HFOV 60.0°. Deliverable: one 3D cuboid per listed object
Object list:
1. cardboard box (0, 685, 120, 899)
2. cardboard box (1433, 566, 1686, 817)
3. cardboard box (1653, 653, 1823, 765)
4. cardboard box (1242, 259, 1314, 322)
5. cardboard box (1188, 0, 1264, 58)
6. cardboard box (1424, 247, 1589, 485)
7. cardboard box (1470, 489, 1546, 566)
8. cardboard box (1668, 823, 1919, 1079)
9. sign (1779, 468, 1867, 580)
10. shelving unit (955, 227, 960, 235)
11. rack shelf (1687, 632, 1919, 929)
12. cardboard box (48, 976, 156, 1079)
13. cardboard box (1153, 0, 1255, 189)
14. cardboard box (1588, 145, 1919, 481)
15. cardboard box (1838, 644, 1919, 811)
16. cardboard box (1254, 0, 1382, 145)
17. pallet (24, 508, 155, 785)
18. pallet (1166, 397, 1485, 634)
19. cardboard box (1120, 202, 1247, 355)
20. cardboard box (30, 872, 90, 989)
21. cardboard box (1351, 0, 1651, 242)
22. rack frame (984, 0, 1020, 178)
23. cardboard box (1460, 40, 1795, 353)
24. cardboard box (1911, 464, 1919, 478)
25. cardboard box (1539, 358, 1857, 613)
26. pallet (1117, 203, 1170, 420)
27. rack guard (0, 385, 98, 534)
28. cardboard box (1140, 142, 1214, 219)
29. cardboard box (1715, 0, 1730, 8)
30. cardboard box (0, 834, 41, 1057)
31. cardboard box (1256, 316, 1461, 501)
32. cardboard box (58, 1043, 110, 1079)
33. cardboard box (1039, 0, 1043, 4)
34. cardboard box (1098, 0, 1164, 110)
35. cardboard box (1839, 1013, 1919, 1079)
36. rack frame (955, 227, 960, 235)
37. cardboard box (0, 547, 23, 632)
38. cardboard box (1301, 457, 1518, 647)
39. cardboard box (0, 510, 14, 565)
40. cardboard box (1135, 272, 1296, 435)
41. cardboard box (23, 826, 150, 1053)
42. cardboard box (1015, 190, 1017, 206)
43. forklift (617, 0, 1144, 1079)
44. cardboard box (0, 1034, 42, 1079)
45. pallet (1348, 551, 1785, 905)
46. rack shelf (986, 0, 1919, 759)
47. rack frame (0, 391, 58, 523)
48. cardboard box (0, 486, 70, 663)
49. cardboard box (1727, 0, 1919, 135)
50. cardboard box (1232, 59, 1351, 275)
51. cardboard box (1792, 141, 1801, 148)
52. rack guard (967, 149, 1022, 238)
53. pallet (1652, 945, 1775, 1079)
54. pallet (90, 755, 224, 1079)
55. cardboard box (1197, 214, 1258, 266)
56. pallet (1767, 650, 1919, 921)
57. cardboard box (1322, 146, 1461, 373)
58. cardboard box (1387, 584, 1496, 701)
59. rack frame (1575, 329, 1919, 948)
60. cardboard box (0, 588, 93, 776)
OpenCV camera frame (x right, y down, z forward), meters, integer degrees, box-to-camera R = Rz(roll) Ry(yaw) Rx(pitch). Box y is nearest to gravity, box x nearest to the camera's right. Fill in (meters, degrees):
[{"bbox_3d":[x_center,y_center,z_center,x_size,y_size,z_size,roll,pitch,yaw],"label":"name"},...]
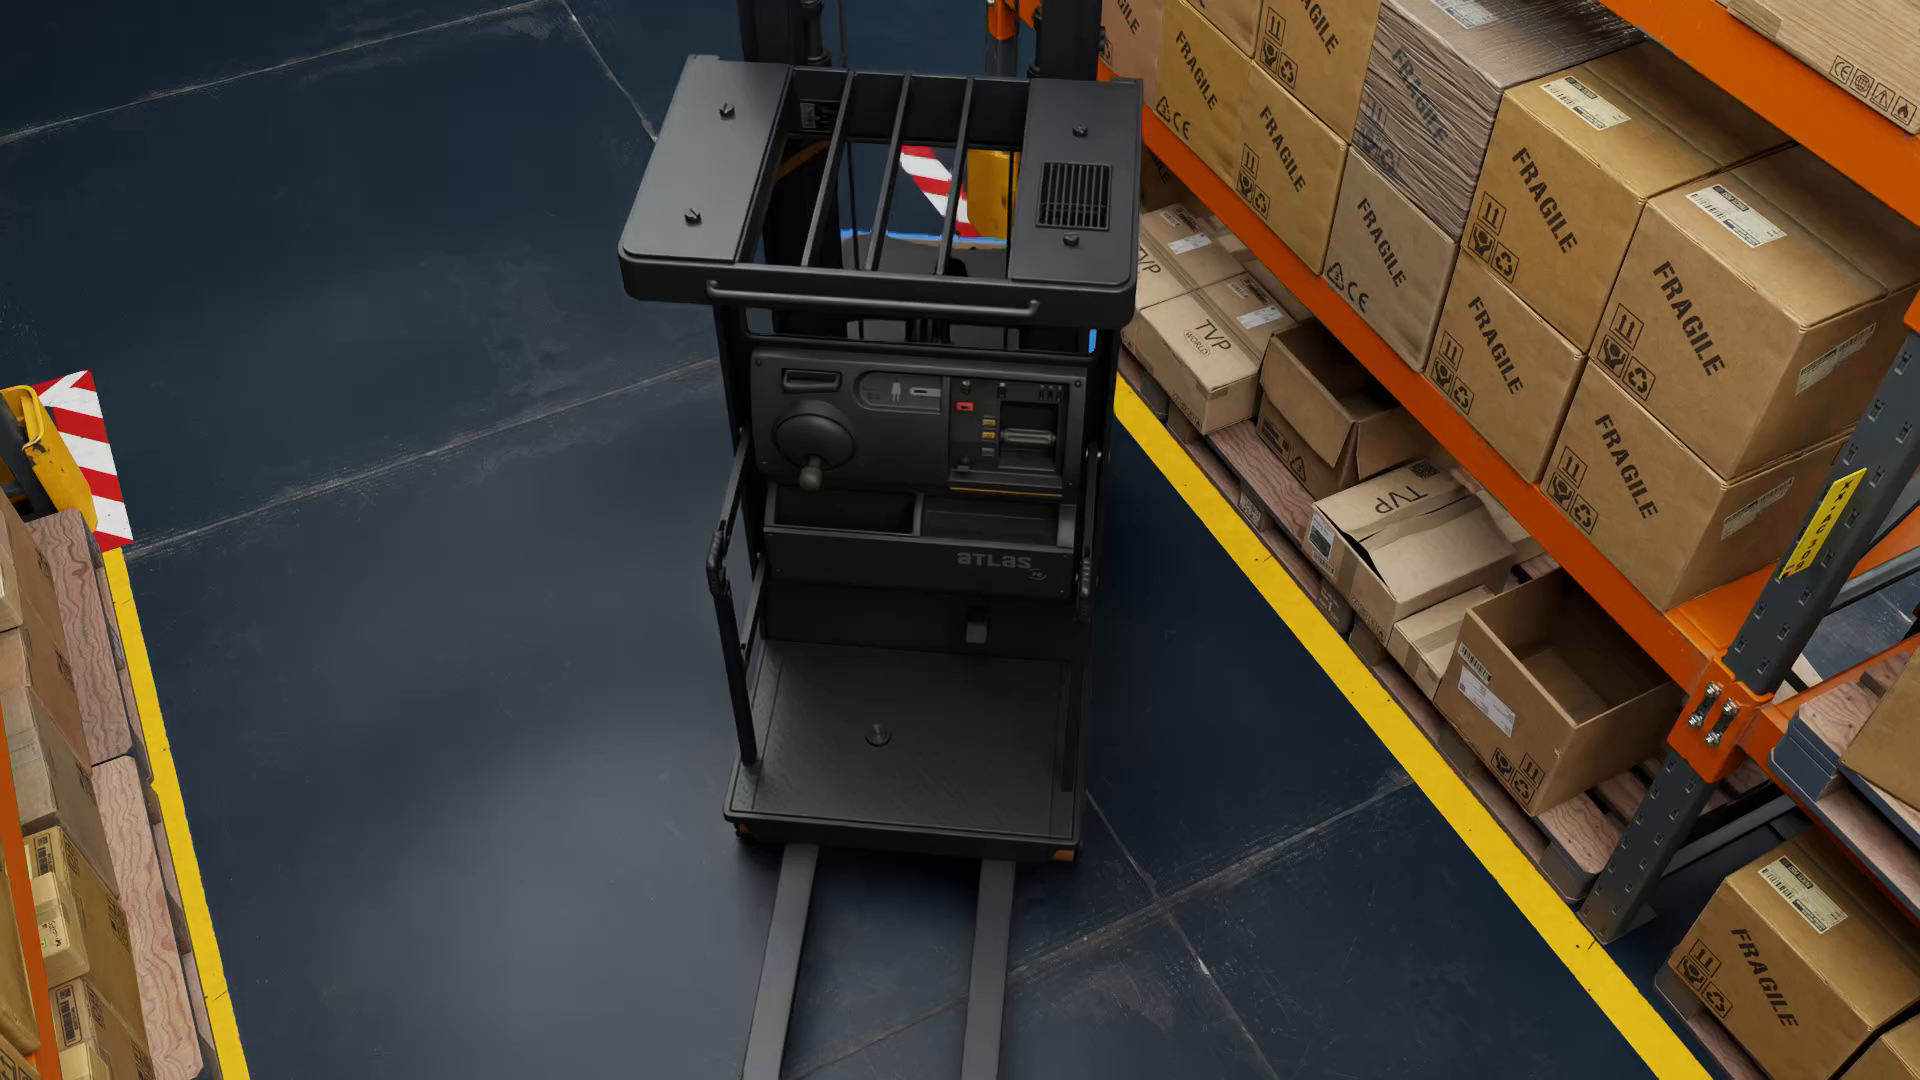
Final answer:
[{"bbox_3d":[-2.961,0.881,4.868,0.700,0.500,0.500,-23,53,-19],"label":"cardboard box"},{"bbox_3d":[1.891,0.454,5.228,0.500,0.500,0.500,-21,52,-18],"label":"cardboard box"},{"bbox_3d":[2.404,0.445,5.362,0.500,0.311,0.500,-21,52,-18],"label":"cardboard box"},{"bbox_3d":[1.449,-0.932,6.607,0.500,0.250,0.500,-21,52,-18],"label":"cardboard box"},{"bbox_3d":[1.012,-1.908,5.195,0.500,0.500,0.500,-21,52,-17],"label":"cardboard box"},{"bbox_3d":[1.710,-0.564,4.684,0.500,0.500,0.500,-20,52,-17],"label":"cardboard box"},{"bbox_3d":[1.999,-0.083,5.920,0.380,0.166,0.250,-21,52,-18],"label":"cardboard box"},{"bbox_3d":[2.408,1.146,4.624,0.500,0.500,0.500,-23,53,-19],"label":"cardboard box"},{"bbox_3d":[1.925,-0.033,3.711,0.100,0.325,0.005,-21,52,-18],"label":"sign"},{"bbox_3d":[0.090,-0.754,6.312,0.258,0.900,0.210,4,49,4],"label":"shelving unit"},{"bbox_3d":[3.319,1.635,3.305,1.077,0.370,4.000,-21,52,-18],"label":"rack shelf"},{"bbox_3d":[-2.477,1.580,4.257,0.700,0.500,0.500,-22,52,-18],"label":"cardboard box"},{"bbox_3d":[1.010,-1.582,5.574,0.500,0.500,0.500,-21,52,-18],"label":"cardboard box"},{"bbox_3d":[1.942,-0.552,4.009,0.500,0.500,0.500,-21,52,-17],"label":"cardboard box"},{"bbox_3d":[2.421,0.283,3.665,0.500,0.500,0.700,35,58,27],"label":"cardboard box"},{"bbox_3d":[1.246,-1.568,4.898,0.500,0.500,0.500,-22,52,-18],"label":"cardboard box"},{"bbox_3d":[-3.394,0.518,5.657,1.003,0.211,1.213,-21,52,-18],"label":"pallet"},{"bbox_3d":[1.528,-0.300,6.372,1.003,0.211,1.213,-21,52,-18],"label":"pallet"},{"bbox_3d":[0.799,-1.061,6.719,0.500,0.250,0.500,-21,52,-18],"label":"cardboard box"},{"bbox_3d":[-2.484,1.063,4.279,0.380,0.149,0.250,-23,53,-19],"label":"cardboard box"},{"bbox_3d":[1.475,-1.231,4.603,0.500,0.500,0.500,-21,52,-17],"label":"cardboard box"},{"bbox_3d":[0.573,-2.617,6.546,1.000,3.000,0.127,-21,52,-18],"label":"rack frame"},{"bbox_3d":[1.705,-0.894,4.308,0.500,0.500,0.500,-22,52,-18],"label":"cardboard box"},{"bbox_3d":[2.413,-0.408,4.548,0.500,0.500,0.500,-20,52,-17],"label":"cardboard box"},{"bbox_3d":[1.947,-0.219,4.383,0.500,0.500,0.500,-20,52,-17],"label":"cardboard box"},{"bbox_3d":[0.974,-1.115,7.085,1.003,0.211,1.213,-21,52,-18],"label":"pallet"},{"bbox_3d":[-3.841,-0.102,6.007,1.175,0.500,0.348,-21,52,-18],"label":"rack guard"},{"bbox_3d":[1.041,-1.660,7.078,0.500,0.500,0.500,-21,52,-18],"label":"cardboard box"},{"bbox_3d":[1.725,-1.450,3.633,0.500,0.250,0.500,-21,52,-18],"label":"cardboard box"},{"bbox_3d":[-2.562,0.811,3.349,0.980,0.700,0.700,-22,53,-18],"label":"cardboard box"},{"bbox_3d":[1.539,-0.519,6.077,0.797,0.503,0.637,-21,52,-18],"label":"cardboard box"},{"bbox_3d":[-2.245,1.412,3.973,0.380,0.149,0.250,-20,52,-16],"label":"cardboard box"},{"bbox_3d":[0.542,-2.262,6.170,0.500,0.500,0.500,-20,52,-17],"label":"cardboard box"},{"bbox_3d":[0.783,-1.919,5.869,0.500,0.500,0.500,-22,52,-18],"label":"cardboard box"},{"bbox_3d":[2.662,1.499,4.315,0.500,0.500,0.500,-20,52,-17],"label":"cardboard box"},{"bbox_3d":[0.100,-0.830,6.378,0.240,0.900,0.006,4,49,4],"label":"rack frame"},{"bbox_3d":[-3.082,0.191,5.041,0.380,0.149,0.250,-20,52,-17],"label":"cardboard box"},{"bbox_3d":[1.547,0.015,5.738,0.500,0.311,0.500,-21,52,-18],"label":"cardboard box"},{"bbox_3d":[-3.200,0.020,5.191,0.380,0.149,0.250,-22,52,-18],"label":"cardboard box"},{"bbox_3d":[1.027,-0.726,6.427,0.500,0.250,0.500,-21,52,-18],"label":"cardboard box"},{"bbox_3d":[-2.710,1.236,4.558,0.700,0.500,0.500,-20,52,-17],"label":"cardboard box"},{"bbox_3d":[0.459,-1.425,7.105,0.380,0.149,0.250,-21,52,-18],"label":"cardboard box"},{"bbox_3d":[-0.137,-0.212,4.488,1.130,2.935,3.031,4,49,4],"label":"forklift"},{"bbox_3d":[-2.233,1.301,2.920,0.980,0.700,0.700,-20,52,-17],"label":"cardboard box"},{"bbox_3d":[2.090,0.518,5.657,1.003,0.211,1.213,-21,52,-18],"label":"pallet"},{"bbox_3d":[1.488,-1.042,5.646,1.077,0.370,4.000,-21,52,-18],"label":"rack shelf"},{"bbox_3d":[-3.830,-0.909,5.052,1.000,3.000,0.127,-21,52,-18],"label":"rack frame"},{"bbox_3d":[-3.420,0.210,5.455,0.700,0.500,0.500,-21,52,-18],"label":"cardboard box"},{"bbox_3d":[1.945,-1.112,3.337,0.500,0.250,0.500,-21,52,-18],"label":"cardboard box"},{"bbox_3d":[1.237,-1.247,5.281,0.500,0.500,0.500,-21,52,-17],"label":"cardboard box"},{"bbox_3d":[2.202,-1.060,4.453,0.500,0.500,0.500,-23,53,-19],"label":"cardboard box"},{"bbox_3d":[0.608,-1.744,7.443,1.175,0.500,0.348,-21,52,-18],"label":"rack guard"},{"bbox_3d":[2.809,1.509,4.790,1.003,0.211,1.213,-21,52,-18],"label":"pallet"},{"bbox_3d":[-2.840,1.333,4.944,1.003,0.211,1.213,-21,52,-18],"label":"pallet"},{"bbox_3d":[1.146,-1.248,6.939,0.380,0.166,0.250,-21,52,-18],"label":"cardboard box"},{"bbox_3d":[2.672,0.695,3.777,1.003,0.211,1.213,-21,52,-18],"label":"pallet"},{"bbox_3d":[1.472,-0.907,4.984,0.500,0.500,0.500,-20,52,-17],"label":"cardboard box"},{"bbox_3d":[1.666,0.340,5.562,0.380,0.149,0.250,-21,52,-18],"label":"cardboard box"},{"bbox_3d":[2.404,0.060,4.205,1.000,3.000,0.127,-21,52,-18],"label":"rack frame"},{"bbox_3d":[-3.191,0.545,5.162,0.700,0.500,0.500,-21,52,-18],"label":"cardboard box"}]
